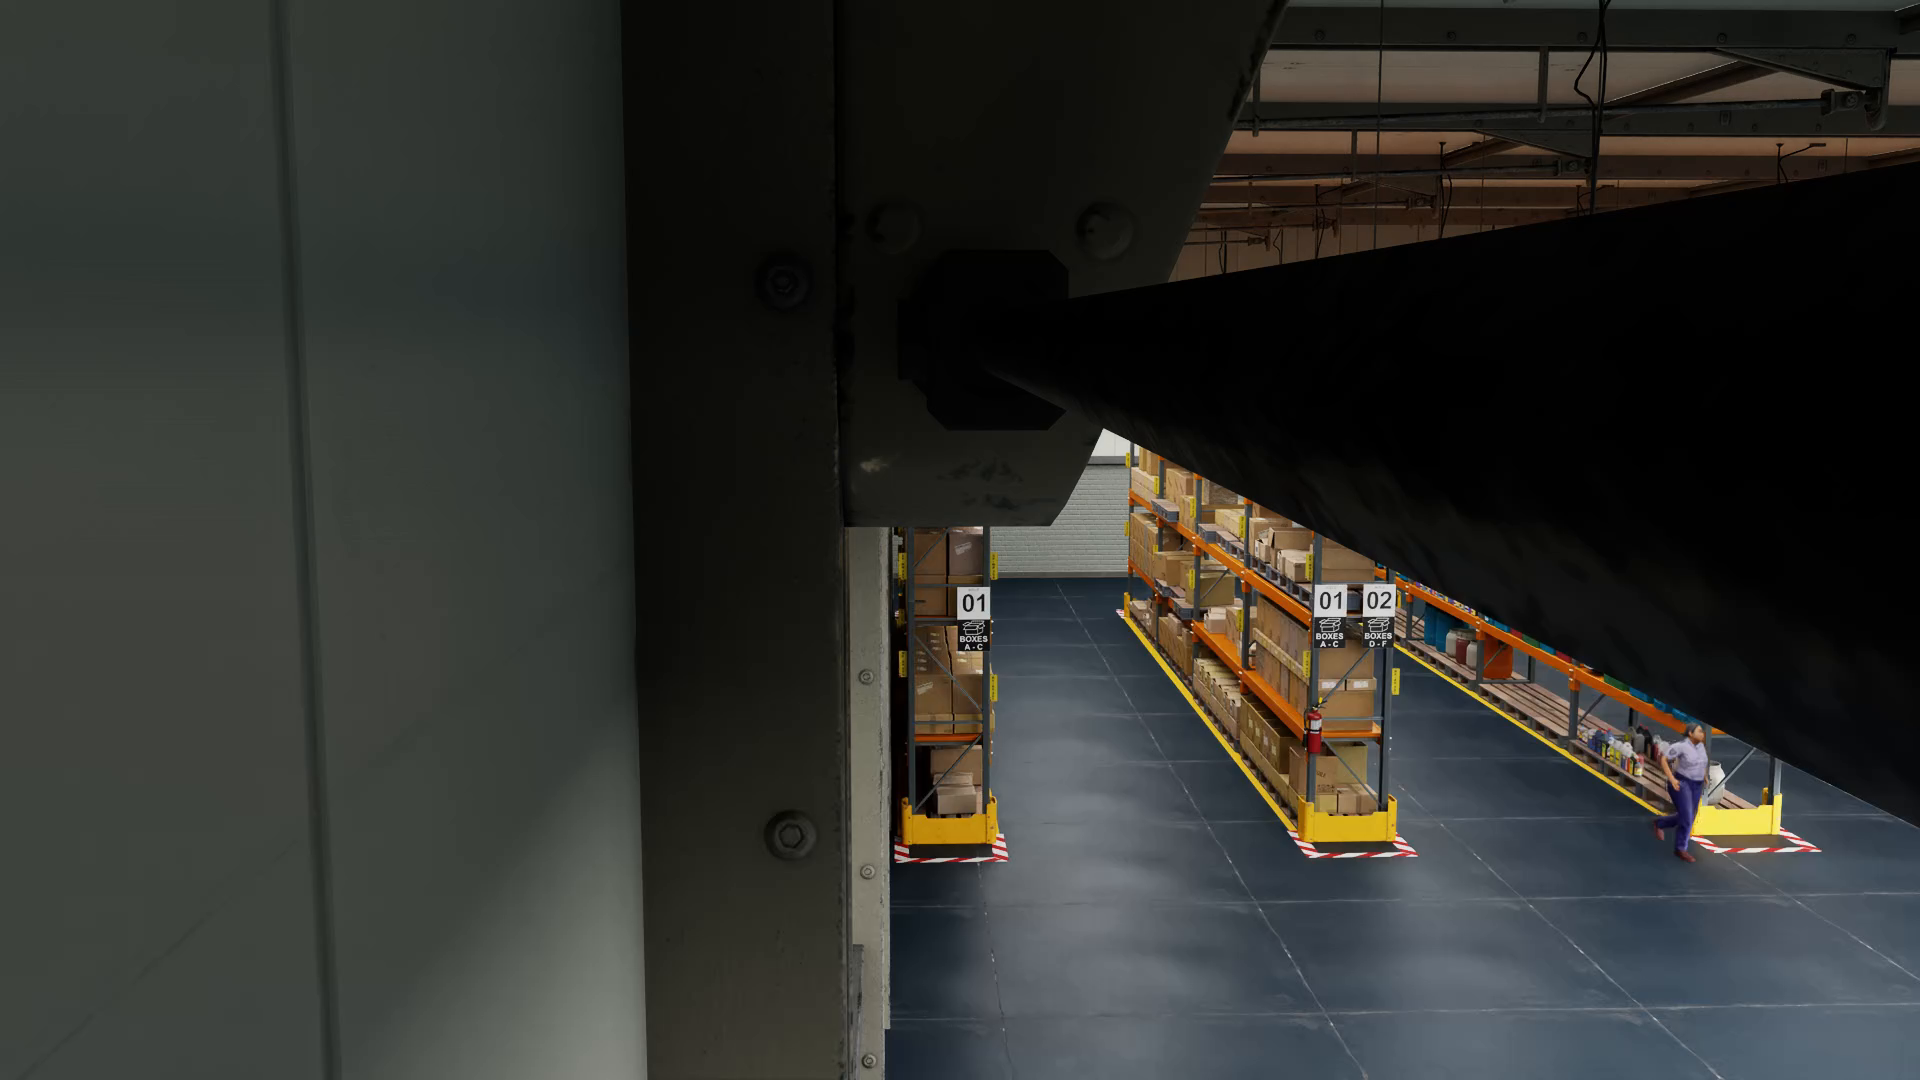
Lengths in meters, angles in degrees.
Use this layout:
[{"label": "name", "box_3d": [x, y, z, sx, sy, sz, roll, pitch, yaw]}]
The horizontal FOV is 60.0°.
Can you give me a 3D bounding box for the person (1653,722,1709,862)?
[{"label": "person", "box_3d": [8.744, 2.986, 20.074, 0.649, 1.605, 0.769, -3, 8, -25]}]
